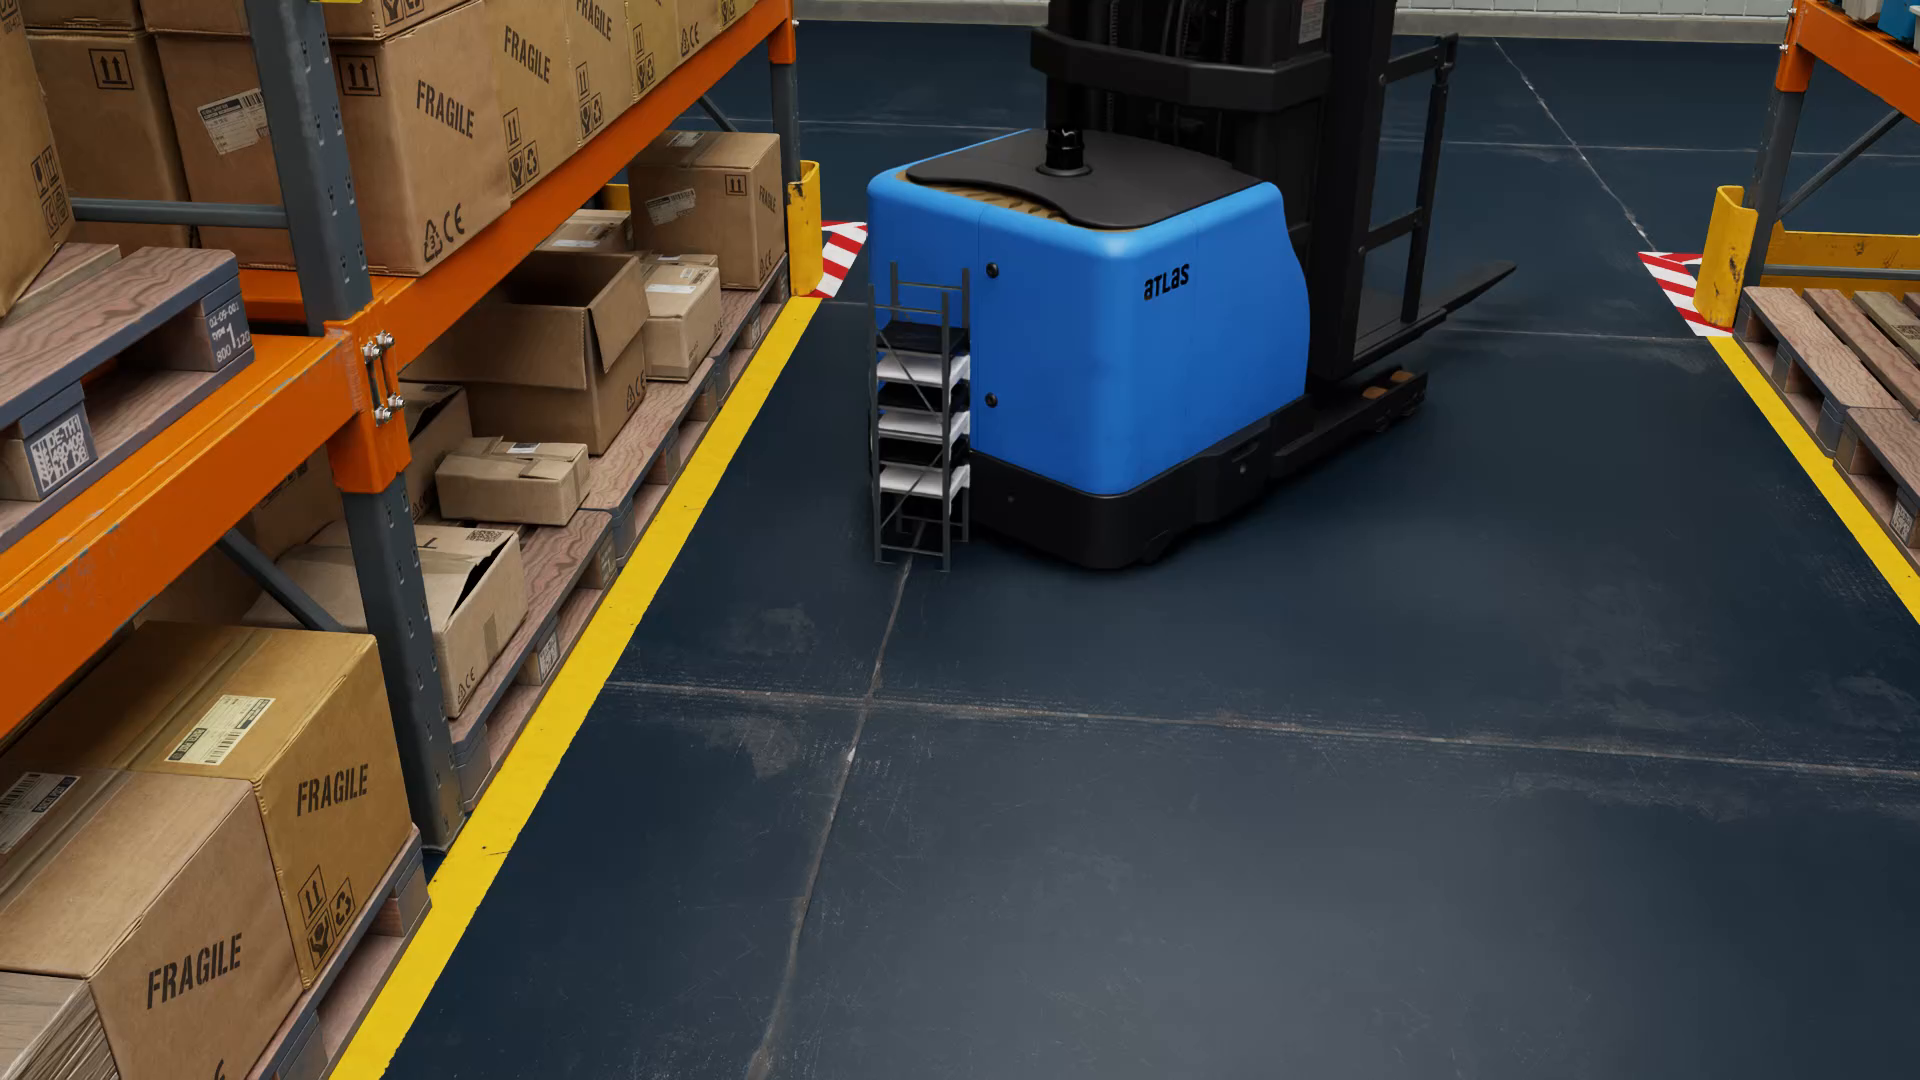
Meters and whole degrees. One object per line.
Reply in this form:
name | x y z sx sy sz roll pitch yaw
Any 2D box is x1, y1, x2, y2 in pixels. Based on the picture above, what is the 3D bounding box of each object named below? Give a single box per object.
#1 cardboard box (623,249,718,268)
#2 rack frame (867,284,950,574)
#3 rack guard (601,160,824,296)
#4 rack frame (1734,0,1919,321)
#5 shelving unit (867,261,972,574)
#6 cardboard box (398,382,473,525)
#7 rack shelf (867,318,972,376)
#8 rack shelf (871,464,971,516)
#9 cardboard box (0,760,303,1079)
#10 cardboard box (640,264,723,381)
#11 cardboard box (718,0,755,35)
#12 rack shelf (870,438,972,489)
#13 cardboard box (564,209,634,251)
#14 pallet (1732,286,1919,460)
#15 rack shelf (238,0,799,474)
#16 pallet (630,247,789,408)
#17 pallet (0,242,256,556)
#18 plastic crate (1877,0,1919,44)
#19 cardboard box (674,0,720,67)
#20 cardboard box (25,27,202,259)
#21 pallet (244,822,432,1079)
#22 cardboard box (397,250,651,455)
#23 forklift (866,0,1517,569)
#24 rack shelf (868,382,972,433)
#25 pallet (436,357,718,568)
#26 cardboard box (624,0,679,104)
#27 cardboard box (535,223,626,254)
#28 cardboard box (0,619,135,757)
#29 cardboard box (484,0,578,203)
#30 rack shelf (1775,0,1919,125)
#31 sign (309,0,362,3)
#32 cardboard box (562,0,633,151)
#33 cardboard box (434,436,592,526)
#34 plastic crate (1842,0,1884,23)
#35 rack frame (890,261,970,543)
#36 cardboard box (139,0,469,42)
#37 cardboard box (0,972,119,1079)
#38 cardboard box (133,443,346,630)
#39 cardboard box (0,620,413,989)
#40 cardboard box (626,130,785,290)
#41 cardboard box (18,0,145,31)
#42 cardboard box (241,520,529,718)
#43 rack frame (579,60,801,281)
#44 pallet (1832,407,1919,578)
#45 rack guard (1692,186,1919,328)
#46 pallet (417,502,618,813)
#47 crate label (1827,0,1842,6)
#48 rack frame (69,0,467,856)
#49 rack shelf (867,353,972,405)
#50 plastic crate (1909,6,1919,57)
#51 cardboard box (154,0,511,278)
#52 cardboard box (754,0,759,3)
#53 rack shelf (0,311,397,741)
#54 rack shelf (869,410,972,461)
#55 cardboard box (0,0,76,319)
cardboard box | -1.158 -1.016 6.497 0.380 0.166 0.250 3 28 6
rack frame | -0.146 -0.310 4.877 0.240 0.900 0.006 8 29 15
rack guard | -1.207 -1.389 7.302 1.175 0.500 0.348 3 28 6
rack frame | 3.718 -2.236 6.238 1.000 3.000 0.127 3 28 6
shelving unit | -0.117 -0.357 4.963 0.258 0.900 0.210 8 29 15
cardboard box | -1.807 -0.290 4.998 0.500 0.311 0.500 3 28 6
rack shelf | -0.117 -0.565 4.851 0.258 0.077 0.200 8 29 15
rack shelf | -0.117 -0.169 5.064 0.258 0.077 0.200 8 29 15
cardboard box | -1.532 0.745 2.876 0.500 0.500 0.500 3 29 6
cardboard box | -1.166 -0.793 5.995 0.500 0.250 0.500 3 28 6
cardboard box | -1.042 -2.099 5.877 0.500 0.500 0.500 4 29 7
rack shelf | -0.117 -0.248 5.022 0.258 0.077 0.200 8 29 15
cardboard box | -1.590 -1.287 7.018 0.380 0.149 0.250 3 28 6
pallet | 3.579 -0.622 6.183 1.003 0.211 1.213 3 28 6
rack shelf | -1.442 -1.267 5.199 1.077 0.370 4.000 3 28 6
pallet | -1.303 -0.887 6.674 1.003 0.211 1.213 3 28 6
pallet | -1.894 -0.188 2.640 1.003 0.211 1.213 3 28 6
plastic crate | 3.281 -1.782 5.508 0.416 0.233 0.300 3 28 6
cardboard box | -1.109 -1.864 5.442 0.500 0.500 0.500 4 29 7
cardboard box | -1.881 -0.937 3.721 0.500 0.500 0.500 4 29 7
pallet | -1.749 0.970 3.227 1.003 0.211 1.213 3 28 6
cardboard box | -1.462 -0.622 5.410 0.797 0.503 0.637 3 28 6
forklift | 1.059 -1.818 5.535 1.130 2.935 3.031 23 36 36
rack shelf | -0.117 -0.406 4.936 0.258 0.077 0.200 8 29 15
pallet | -1.455 -0.314 5.611 1.003 0.211 1.213 3 28 6
cardboard box | -1.171 -1.627 5.002 0.500 0.500 0.500 3 28 5
cardboard box | -1.607 -1.034 6.442 0.500 0.250 0.500 3 28 6
cardboard box | -1.988 0.478 3.373 0.500 0.500 0.500 2 28 4
cardboard box | -1.295 -1.152 4.120 0.500 0.500 0.500 4 29 7
rack shelf | 3.473 -0.978 4.661 1.077 0.370 4.000 3 28 6
sign | -1.136 -1.122 2.949 0.100 0.325 0.005 3 28 6
cardboard box | -1.231 -1.387 4.557 0.500 0.500 0.500 3 28 6
cardboard box | -1.325 -0.182 4.948 0.380 0.166 0.250 3 28 6
plastic crate | 3.240 -1.903 5.835 0.250 0.136 0.298 3 28 6
rack frame | -0.088 -0.403 5.049 0.240 0.900 0.006 8 29 15
cardboard box | -1.350 -1.332 3.401 0.500 0.500 0.500 4 29 8
cardboard box | -1.594 0.981 2.438 0.500 0.500 0.500 4 29 7
cardboard box | -1.899 -0.021 4.297 0.500 0.500 0.500 3 28 6
cardboard box | -1.463 0.513 3.307 0.500 0.500 0.500 3 28 6
cardboard box | -1.019 -1.349 6.762 0.500 0.500 0.500 3 28 6
cardboard box | -1.882 -1.380 3.489 0.500 0.500 0.500 3 29 6
cardboard box | -1.421 0.162 4.157 0.500 0.311 0.500 3 28 6
rack frame | -1.197 -2.526 6.775 1.000 3.000 0.127 3 28 6
pallet | 3.427 -0.050 5.120 1.003 0.211 1.213 3 28 6
rack guard | 3.708 -1.148 6.853 1.175 0.500 0.348 3 28 6
pallet | -1.602 0.262 4.542 1.003 0.211 1.213 3 28 6
crate label | 3.361 -2.092 6.083 0.416 0.233 0.303 3 28 6
rack frame | -1.687 -0.643 3.280 1.000 3.000 0.127 3 28 6
rack shelf | -0.117 -0.486 4.893 0.258 0.077 0.200 8 29 15
plastic crate | 3.157 -1.584 5.242 0.250 0.136 0.298 3 28 6
cardboard box | -1.354 -0.911 3.673 0.500 0.500 0.500 4 29 8
cardboard box | -0.982 -2.343 6.331 0.500 0.500 0.500 4 29 8
rack shelf | -1.932 0.615 1.704 1.077 0.370 4.000 3 28 6
rack shelf | -0.117 -0.327 4.979 0.258 0.077 0.200 8 29 15
cardboard box | -1.967 -0.662 2.767 0.700 0.500 0.500 -6 29 -11
